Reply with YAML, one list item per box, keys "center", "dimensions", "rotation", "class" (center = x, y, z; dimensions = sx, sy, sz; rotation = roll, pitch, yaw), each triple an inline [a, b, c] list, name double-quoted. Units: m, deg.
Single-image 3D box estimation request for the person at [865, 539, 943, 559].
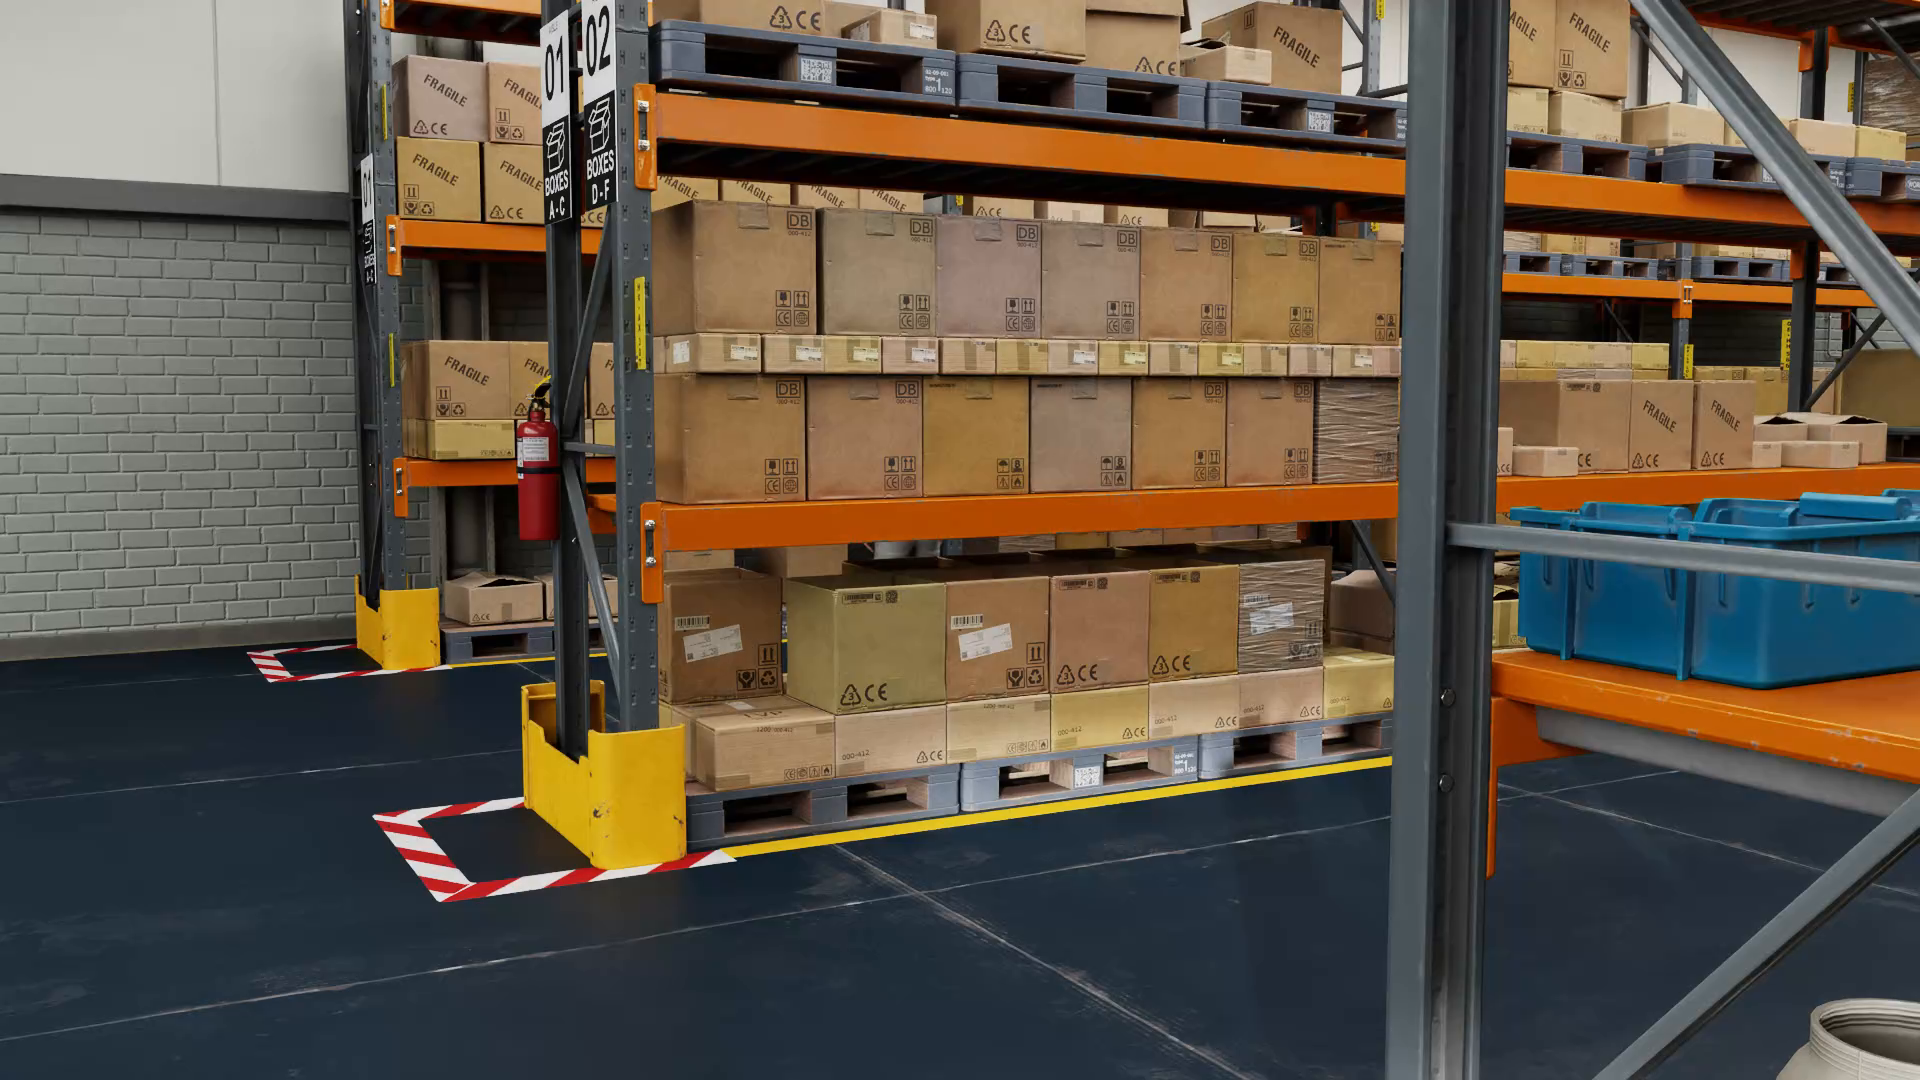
- center: [-0.336, -0.082, 10.647]
  dimensions: [0.586, 1.748, 0.439]
  rotation: [-3, 6, -28]
  class: "person"
